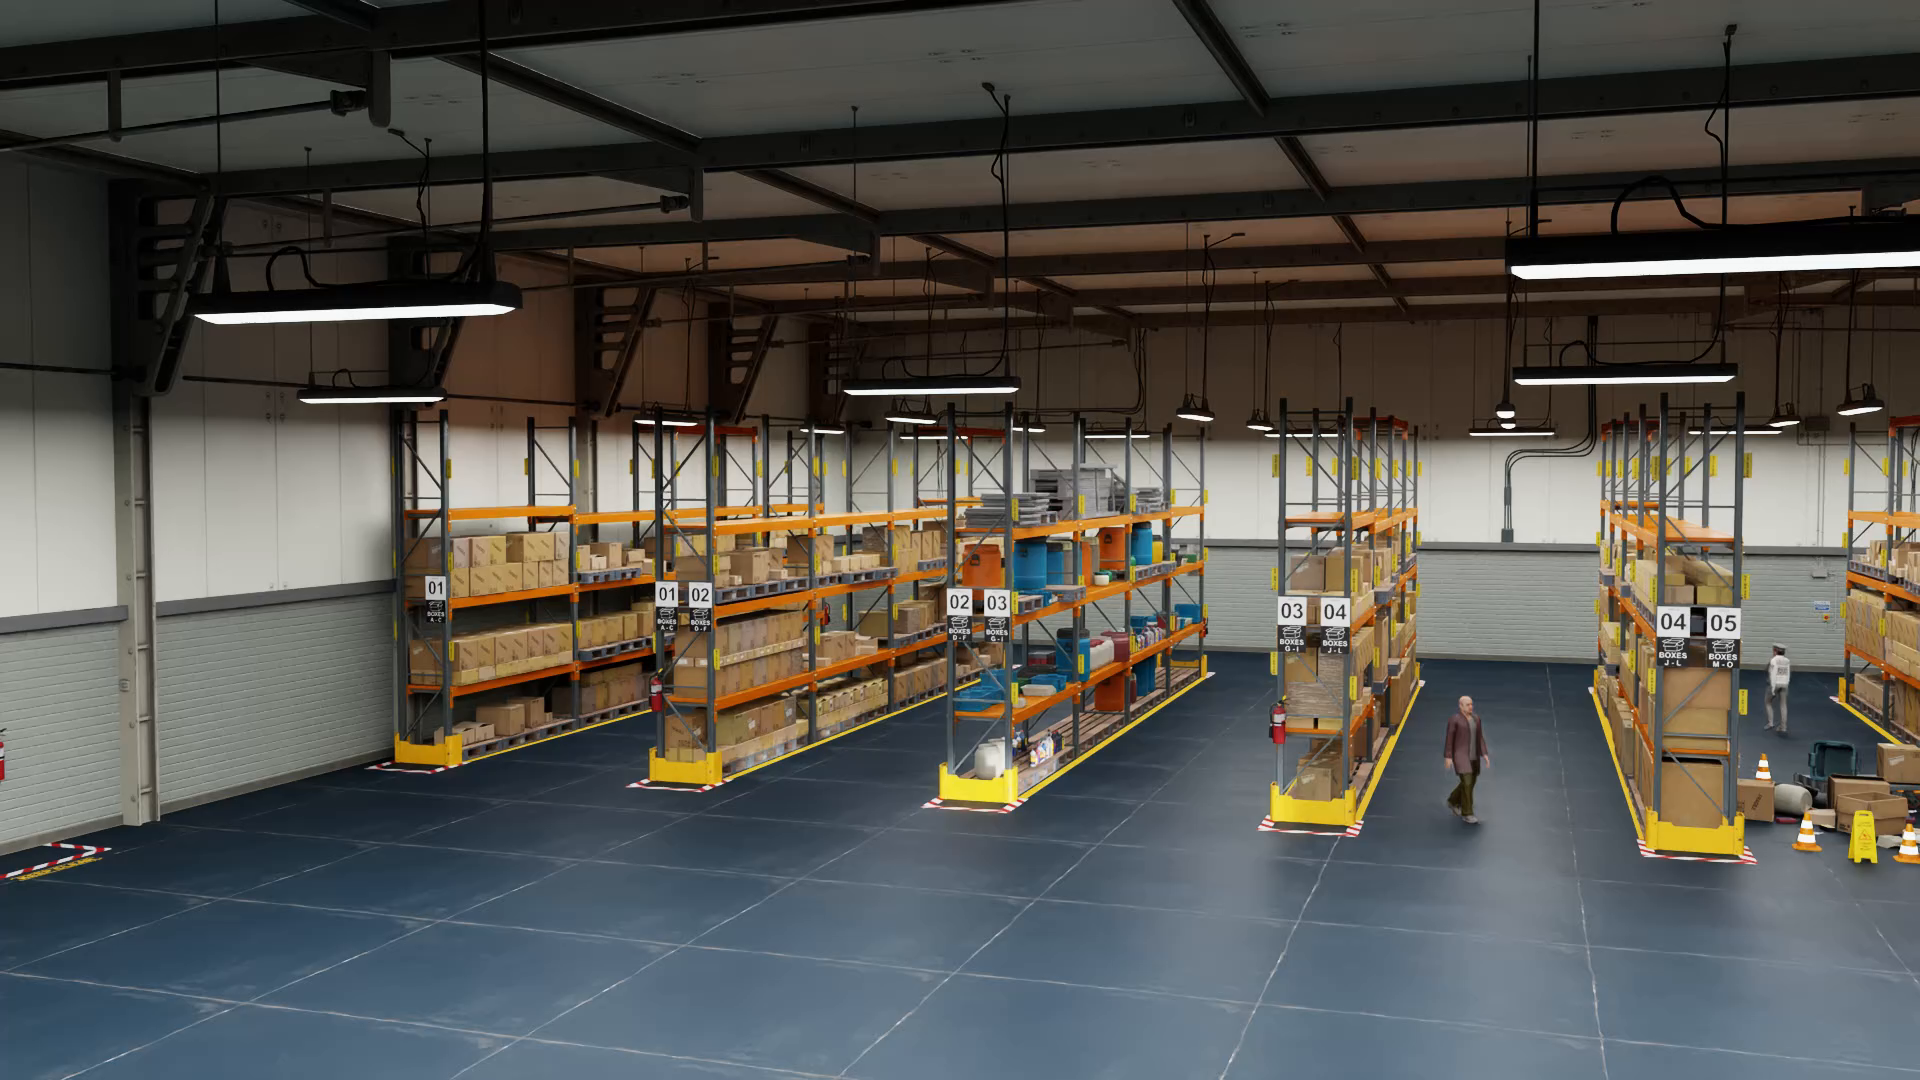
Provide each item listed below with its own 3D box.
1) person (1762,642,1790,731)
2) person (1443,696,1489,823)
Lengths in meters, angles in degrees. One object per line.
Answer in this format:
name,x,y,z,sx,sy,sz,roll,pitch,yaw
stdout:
person,15.617,2.822,31.661,0.477,1.707,0.526,0,2,2
person,7.213,3.110,23.718,0.636,1.787,0.823,-1,3,-27
